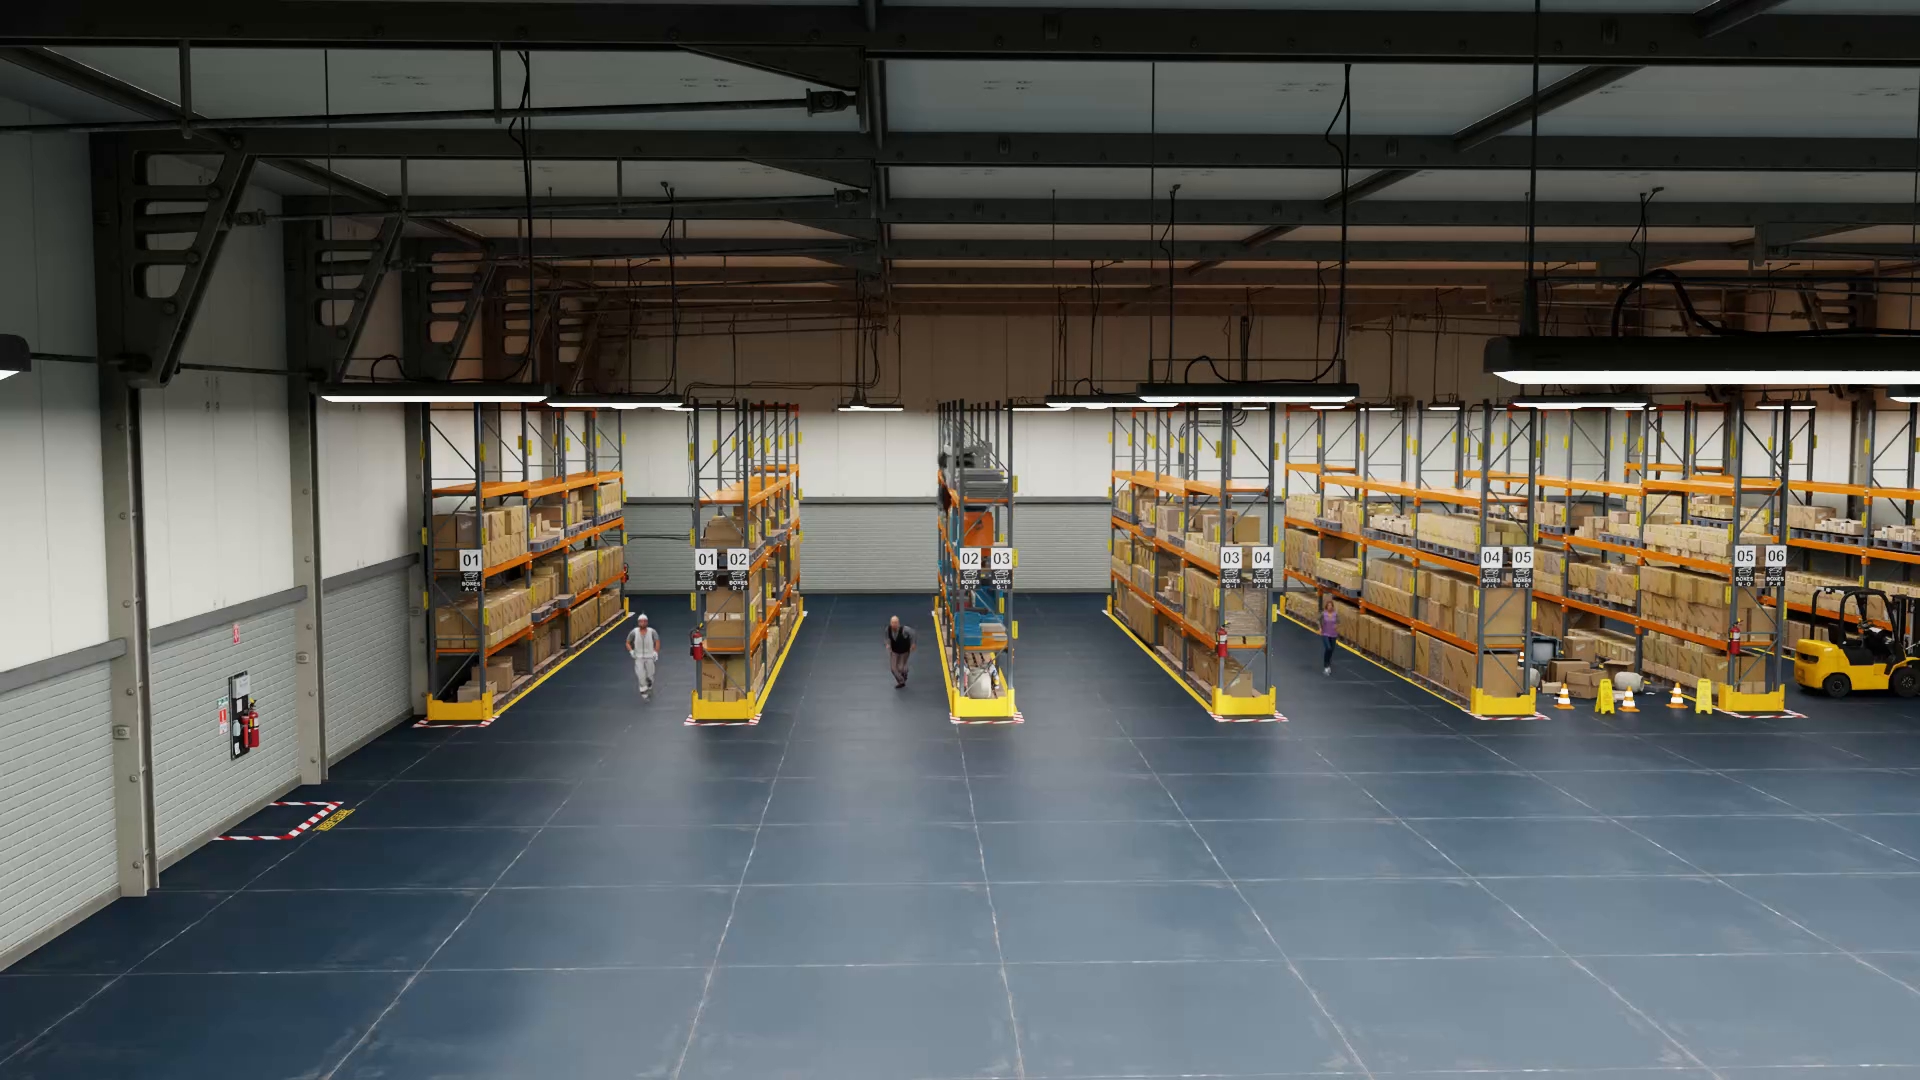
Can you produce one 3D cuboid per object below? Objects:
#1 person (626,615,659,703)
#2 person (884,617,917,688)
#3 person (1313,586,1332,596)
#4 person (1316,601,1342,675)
[{"bbox_3d":[-6.300,2.343,33.017,0.663,1.745,0.597,-1,4,-10],"label":"person"},{"bbox_3d":[-1.231,2.331,34.532,0.679,1.545,0.838,1,5,17],"label":"person"},{"bbox_3d":[10.804,1.124,49.821,0.829,1.616,0.523,-3,5,-34],"label":"person"},{"bbox_3d":[8.141,2.147,36.633,0.518,1.633,0.700,0,4,-1],"label":"person"}]
